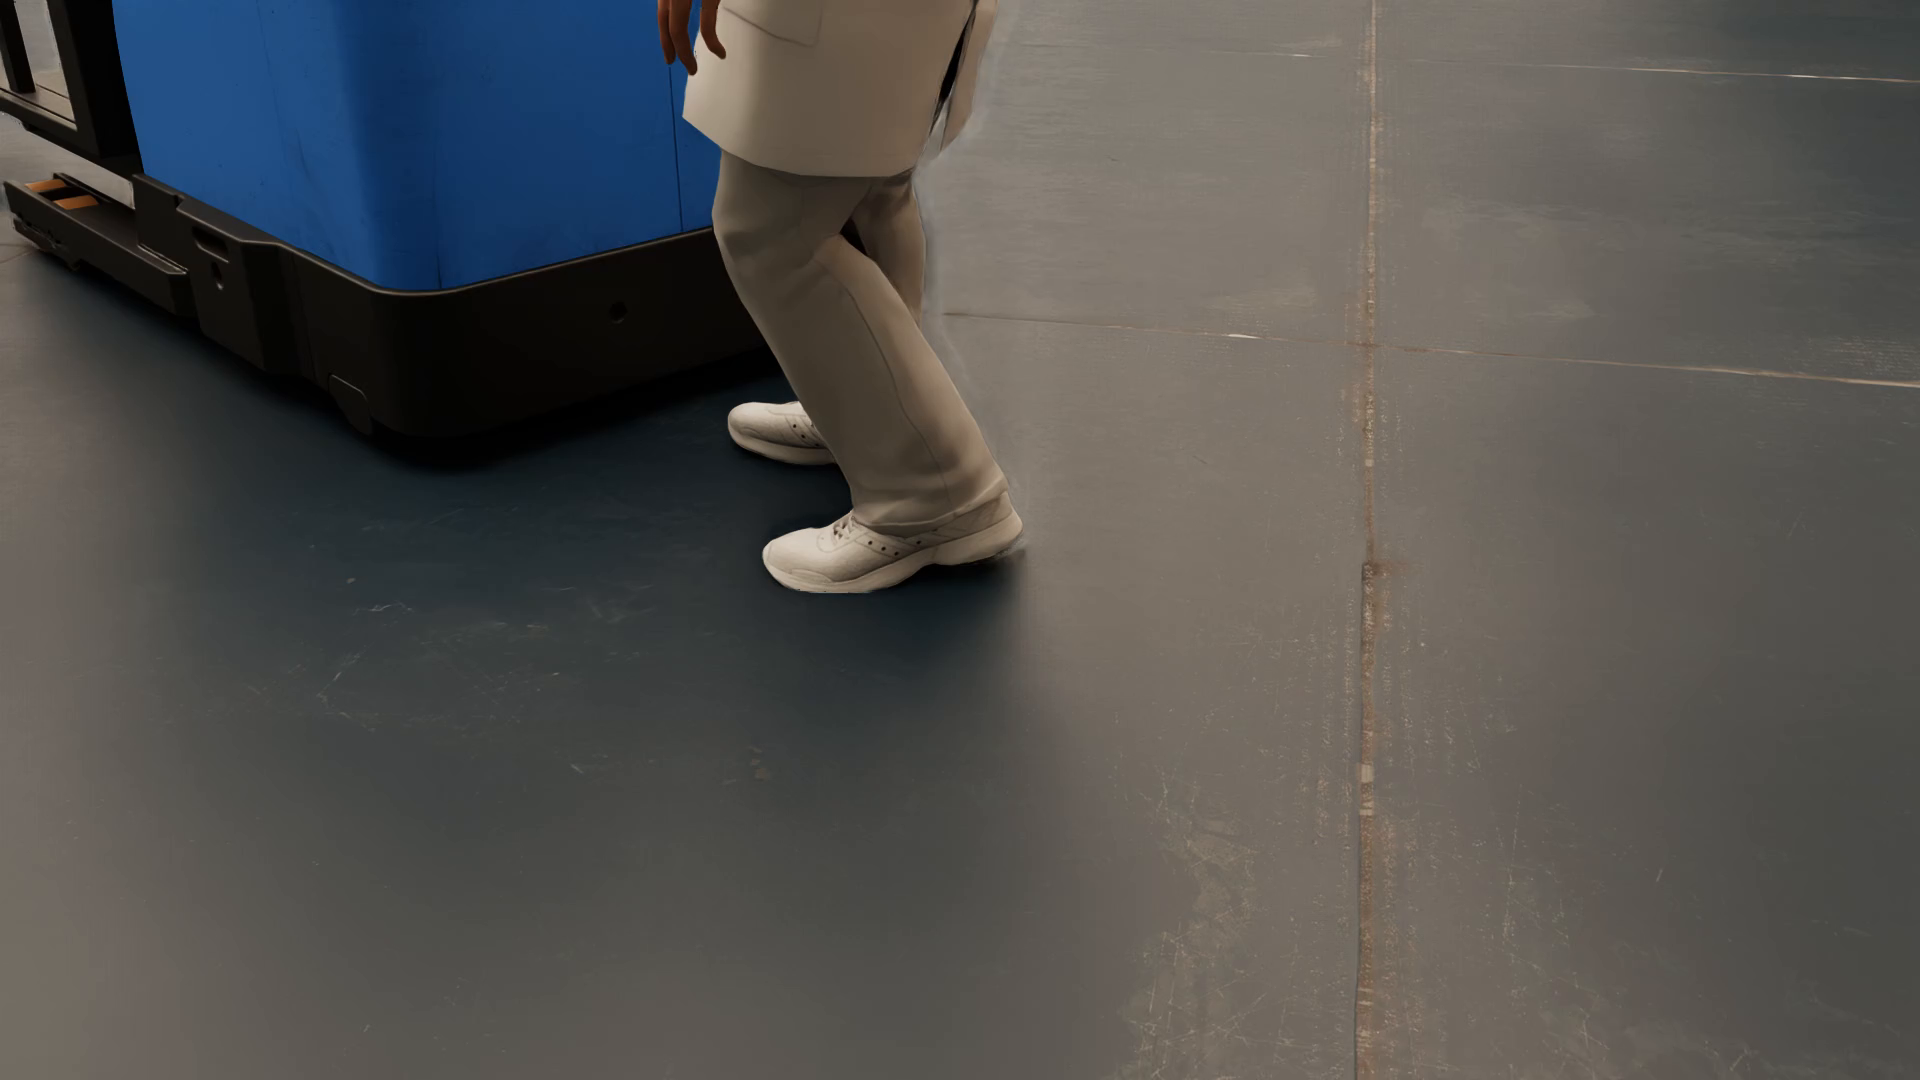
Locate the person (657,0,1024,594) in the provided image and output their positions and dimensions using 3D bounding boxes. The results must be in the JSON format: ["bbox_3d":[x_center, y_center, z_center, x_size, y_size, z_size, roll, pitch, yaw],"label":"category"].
[{"bbox_3d":[-0.192,-0.726,2.146,0.609,1.652,0.767,8,28,16],"label":"person"}]

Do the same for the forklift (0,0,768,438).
[{"bbox_3d":[-1.519,-2.042,3.294,1.130,2.935,3.031,-24,35,-38],"label":"forklift"}]
